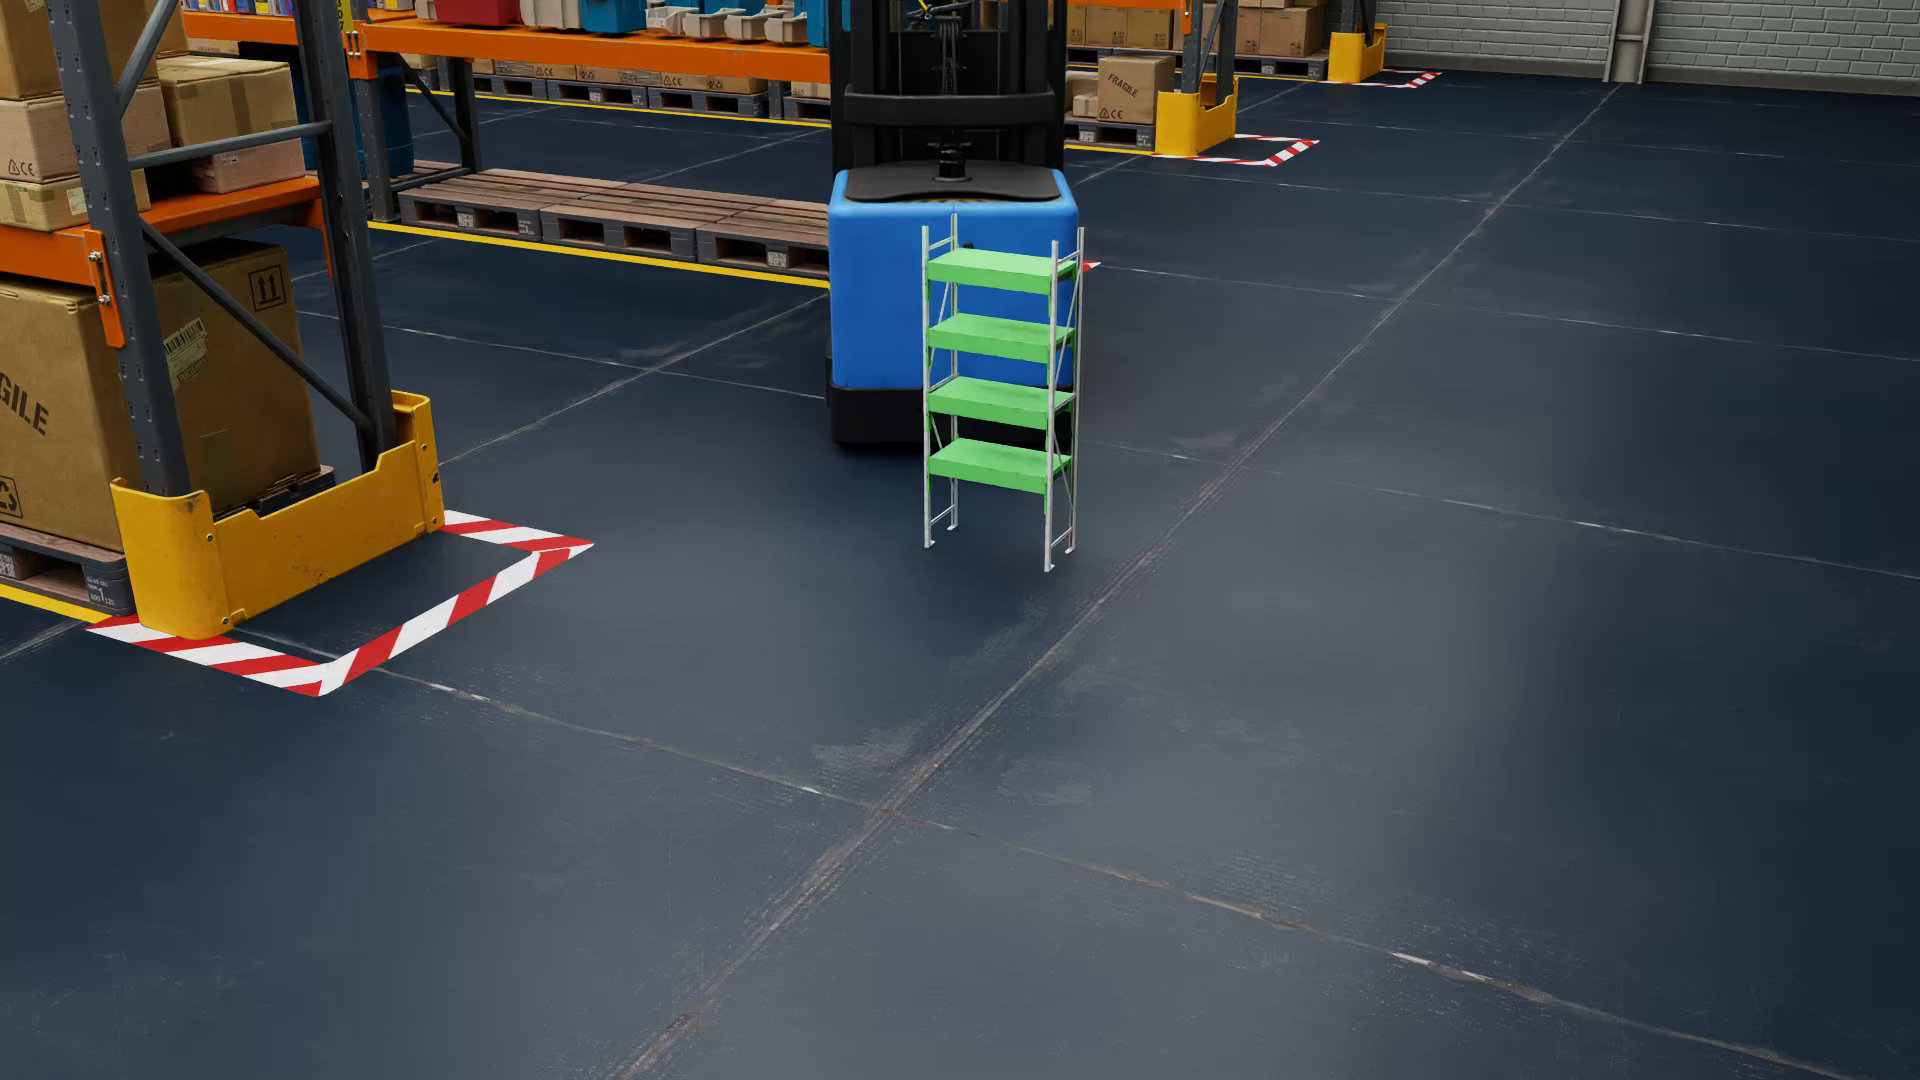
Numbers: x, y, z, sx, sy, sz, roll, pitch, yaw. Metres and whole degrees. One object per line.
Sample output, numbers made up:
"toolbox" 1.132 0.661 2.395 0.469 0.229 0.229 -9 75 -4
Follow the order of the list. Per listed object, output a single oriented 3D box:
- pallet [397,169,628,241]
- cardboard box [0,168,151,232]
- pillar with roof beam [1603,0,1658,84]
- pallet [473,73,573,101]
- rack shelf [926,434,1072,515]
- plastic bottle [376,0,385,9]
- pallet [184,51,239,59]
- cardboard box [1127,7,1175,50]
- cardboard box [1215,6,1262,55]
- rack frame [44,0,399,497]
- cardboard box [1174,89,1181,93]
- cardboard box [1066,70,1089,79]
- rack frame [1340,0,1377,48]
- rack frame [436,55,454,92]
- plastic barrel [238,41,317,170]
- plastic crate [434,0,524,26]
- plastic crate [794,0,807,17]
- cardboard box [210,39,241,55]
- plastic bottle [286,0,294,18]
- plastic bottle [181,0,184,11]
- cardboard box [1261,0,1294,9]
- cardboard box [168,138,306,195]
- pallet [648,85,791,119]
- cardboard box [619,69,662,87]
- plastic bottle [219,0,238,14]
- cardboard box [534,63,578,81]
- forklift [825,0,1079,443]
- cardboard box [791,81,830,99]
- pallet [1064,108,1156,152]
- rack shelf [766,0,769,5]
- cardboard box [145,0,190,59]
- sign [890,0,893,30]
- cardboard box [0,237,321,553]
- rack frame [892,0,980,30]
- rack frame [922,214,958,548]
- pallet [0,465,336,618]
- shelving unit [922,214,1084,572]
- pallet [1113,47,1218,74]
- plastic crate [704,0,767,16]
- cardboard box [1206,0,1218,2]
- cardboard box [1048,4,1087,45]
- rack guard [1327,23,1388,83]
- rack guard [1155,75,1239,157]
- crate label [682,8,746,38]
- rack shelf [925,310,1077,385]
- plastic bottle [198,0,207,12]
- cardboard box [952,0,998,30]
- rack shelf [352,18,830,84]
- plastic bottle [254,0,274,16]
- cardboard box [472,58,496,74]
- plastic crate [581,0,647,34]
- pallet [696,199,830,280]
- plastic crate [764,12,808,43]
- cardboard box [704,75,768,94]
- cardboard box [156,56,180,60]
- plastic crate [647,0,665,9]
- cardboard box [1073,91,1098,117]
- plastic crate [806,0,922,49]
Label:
"pallet" -3.055 -2.316 11.427 1.213 0.211 1.003 11 25 25
"cardboard box" -2.860 -1.112 5.353 0.250 0.149 0.380 12 26 26
"pillar with roof beam" 5.169 -7.552 12.509 0.400 9.000 9.100 11 25 25
"pallet" -4.411 -4.723 17.086 1.213 0.211 1.003 11 25 25
"rack shelf" 0.148 -0.243 6.065 0.480 0.148 0.258 11 25 25
"plastic bottle" -4.093 -3.876 11.784 0.097 0.201 0.097 0 23 0
"pallet" -7.954 -5.458 18.814 1.213 0.211 1.003 11 25 25
"cardboard box" 2.267 -5.870 18.877 0.500 0.500 0.700 12 26 26
"cardboard box" 3.195 -5.689 18.453 0.500 0.500 0.700 11 25 24
"rack frame" -2.394 -1.280 5.426 0.127 3.000 1.000 11 25 25
"cardboard box" 1.861 -3.823 14.488 0.250 0.149 0.380 11 25 25
"cardboard box" 0.830 -4.047 14.886 0.500 0.250 0.500 11 25 25
"rack frame" 4.311 -6.469 17.630 0.127 3.000 1.000 11 25 25
"rack frame" -5.060 -6.151 16.882 0.127 3.000 1.000 11 25 25
"plastic barrel" -4.838 -3.170 12.017 0.708 0.901 0.600 11 25 25
"plastic crate" -3.045 -3.528 10.553 0.583 0.464 0.402 11 25 25
"plastic crate" -0.818 -3.235 10.161 0.300 0.233 0.416 11 25 25
"cardboard box" -7.926 -5.537 18.414 0.500 0.250 0.500 12 26 26
"plastic bottle" -4.453 -3.644 11.134 0.133 0.283 0.061 11 25 25
"plastic bottle" -5.445 -3.810 11.630 0.097 0.201 0.097 0 23 0
"cardboard box" 3.445 -5.859 18.022 0.250 0.149 0.380 11 25 24
"cardboard box" -2.561 -1.342 5.894 0.250 0.149 0.380 12 26 25
"pallet" -2.233 -4.292 16.073 1.213 0.211 1.003 11 25 25
"cardboard box" -2.945 -4.663 16.014 0.500 0.500 0.500 12 26 25
"plastic bottle" -5.002 -3.769 11.438 0.135 0.276 0.152 11 25 25
"cardboard box" -3.868 -4.842 16.436 0.500 0.500 0.500 11 25 24
"forklift" -0.063 -2.287 7.882 1.130 2.935 3.031 -1 23 -1
"cardboard box" -1.213 -4.260 15.309 0.500 0.311 0.500 11 25 25
"pallet" 1.300 -3.609 14.467 1.213 0.211 1.003 11 25 25
"rack shelf" -3.275 -5.467 16.192 4.000 0.370 1.077 11 25 25
"cardboard box" -3.146 -1.960 5.879 0.500 0.500 0.500 11 25 23
"sign" -0.393 -2.890 9.003 0.005 0.325 0.100 11 25 25
"cardboard box" -3.001 -0.580 5.960 0.875 0.875 0.875 11 25 25
"rack frame" -0.159 -3.009 9.494 0.127 3.000 1.000 11 25 25
"rack frame" -0.070 -0.566 6.048 0.015 1.200 0.240 11 25 25
"pallet" -3.142 -0.110 6.239 1.213 0.211 1.003 11 25 25
"shelving unit" 0.148 -0.523 5.946 0.503 1.200 0.258 11 25 25
"pallet" 2.478 -5.516 18.951 1.213 0.211 1.003 11 25 25
"plastic crate" -1.406 -3.351 10.434 0.300 0.233 0.416 11 25 25
"cardboard box" 2.940 -6.126 18.650 0.250 0.149 0.380 12 26 25
"cardboard box" 1.363 -6.051 19.303 0.500 0.500 0.700 12 26 25
"rack guard" 4.333 -5.315 18.109 0.348 0.500 1.175 11 25 25
"rack guard" 2.012 -3.602 14.081 0.348 0.500 1.175 11 25 25
"crate label" -1.480 -3.093 9.951 0.243 0.136 0.396 11 25 25
"rack shelf" 0.148 -0.685 5.878 0.480 0.148 0.258 11 25 25
"plastic bottle" -5.238 -3.769 11.534 0.097 0.201 0.097 0 23 0
"cardboard box" 0.103 -6.449 19.792 0.750 0.750 0.750 12 26 25
"rack shelf" -1.944 -3.031 10.465 4.000 0.370 1.077 11 25 25
"plastic bottle" -4.696 -3.741 11.277 0.185 0.351 0.144 11 25 25
"cardboard box" -4.783 -5.023 16.861 0.500 0.500 0.500 12 26 27
"plastic crate" -2.107 -3.233 10.157 0.300 0.233 0.416 11 25 25
"pallet" -0.877 -1.885 10.414 1.213 0.211 1.003 11 25 25
"plastic crate" -0.968 -2.996 9.723 0.243 0.136 0.396 11 25 25
"cardboard box" -2.060 -4.484 15.593 0.500 0.500 0.500 11 25 24
"cardboard box" -3.167 -1.616 6.029 0.500 0.250 0.500 11 25 24
"plastic crate" -2.039 -3.419 10.718 0.466 0.136 0.293 11 25 25
"cardboard box" 1.162 -3.750 14.294 0.250 0.166 0.380 11 25 25
"plastic crate" -0.542 -3.047 9.461 0.499 0.435 0.616 11 25 25
